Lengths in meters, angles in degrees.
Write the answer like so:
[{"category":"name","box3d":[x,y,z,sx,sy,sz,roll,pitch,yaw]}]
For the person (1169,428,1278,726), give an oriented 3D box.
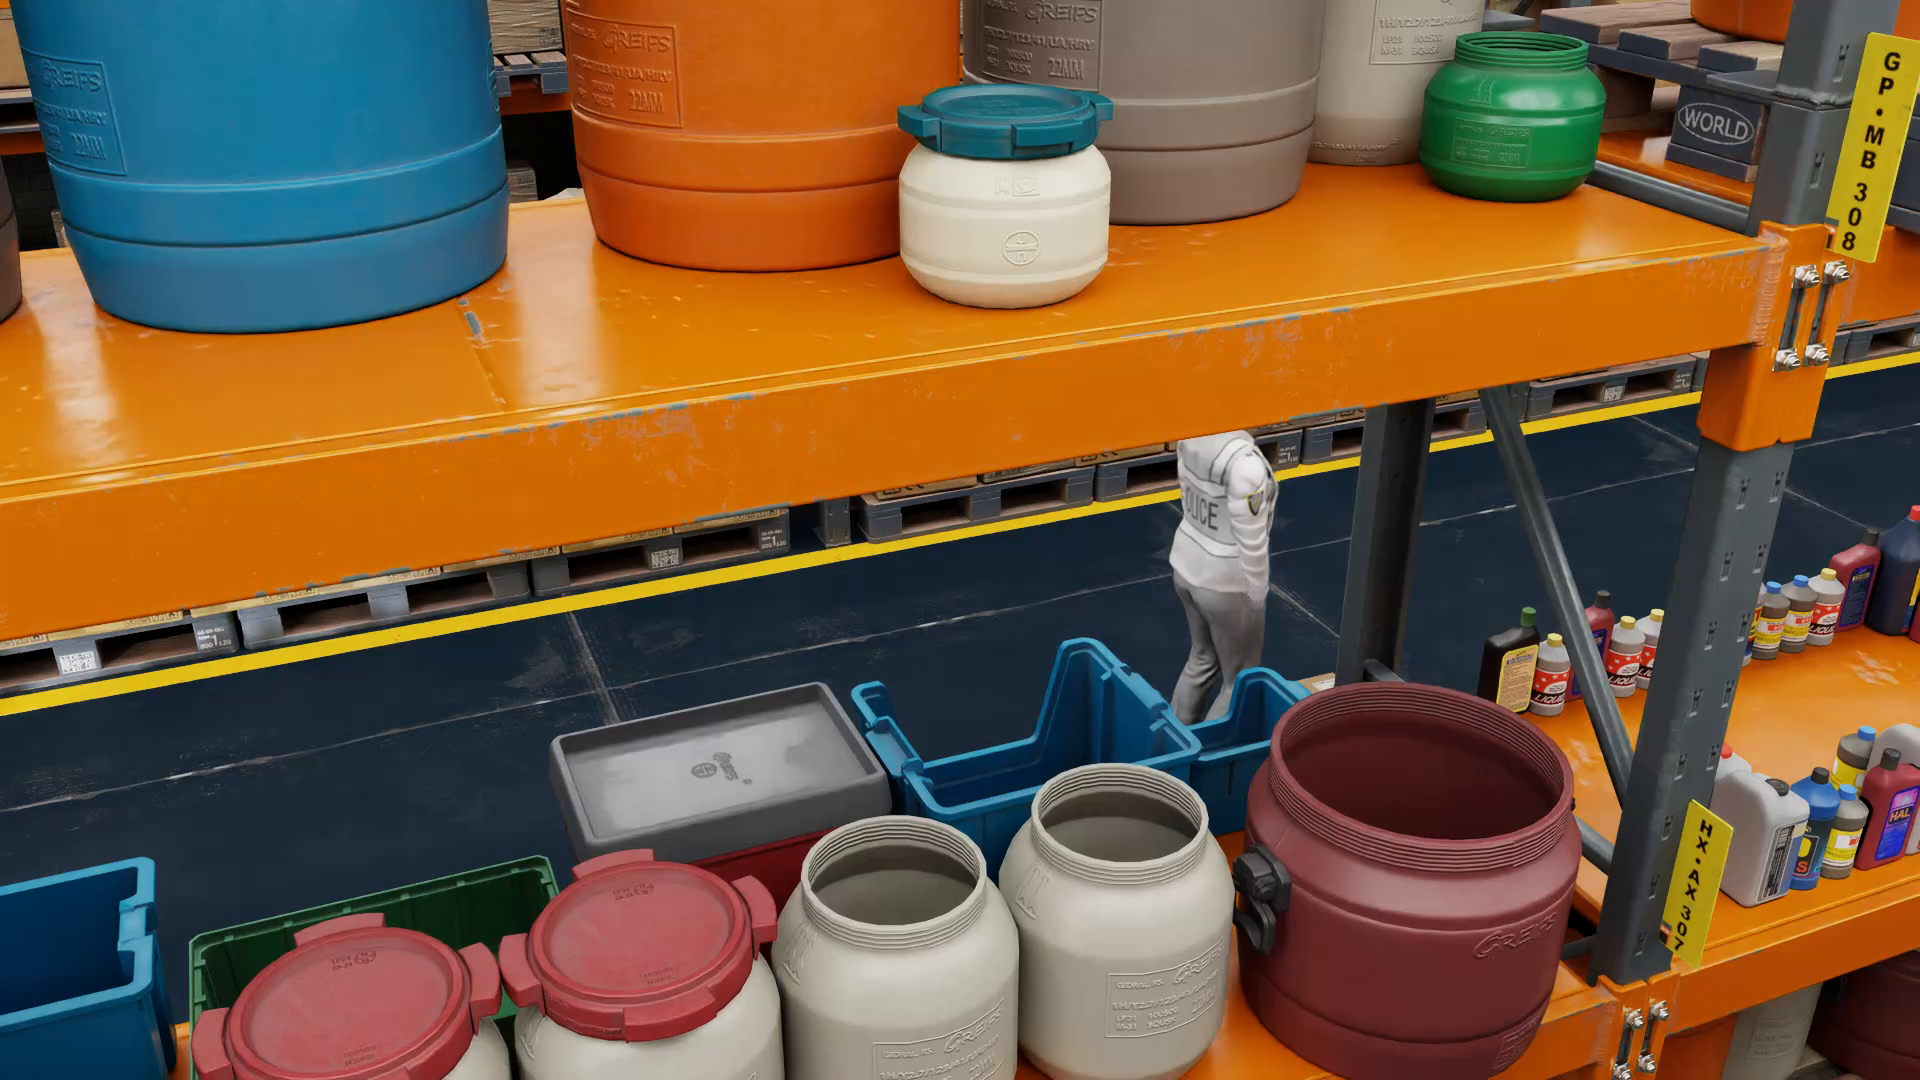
[{"category":"person","box3d":[0.917,0.141,5.847,0.352,1.659,0.479,-10,28,-19]}]
